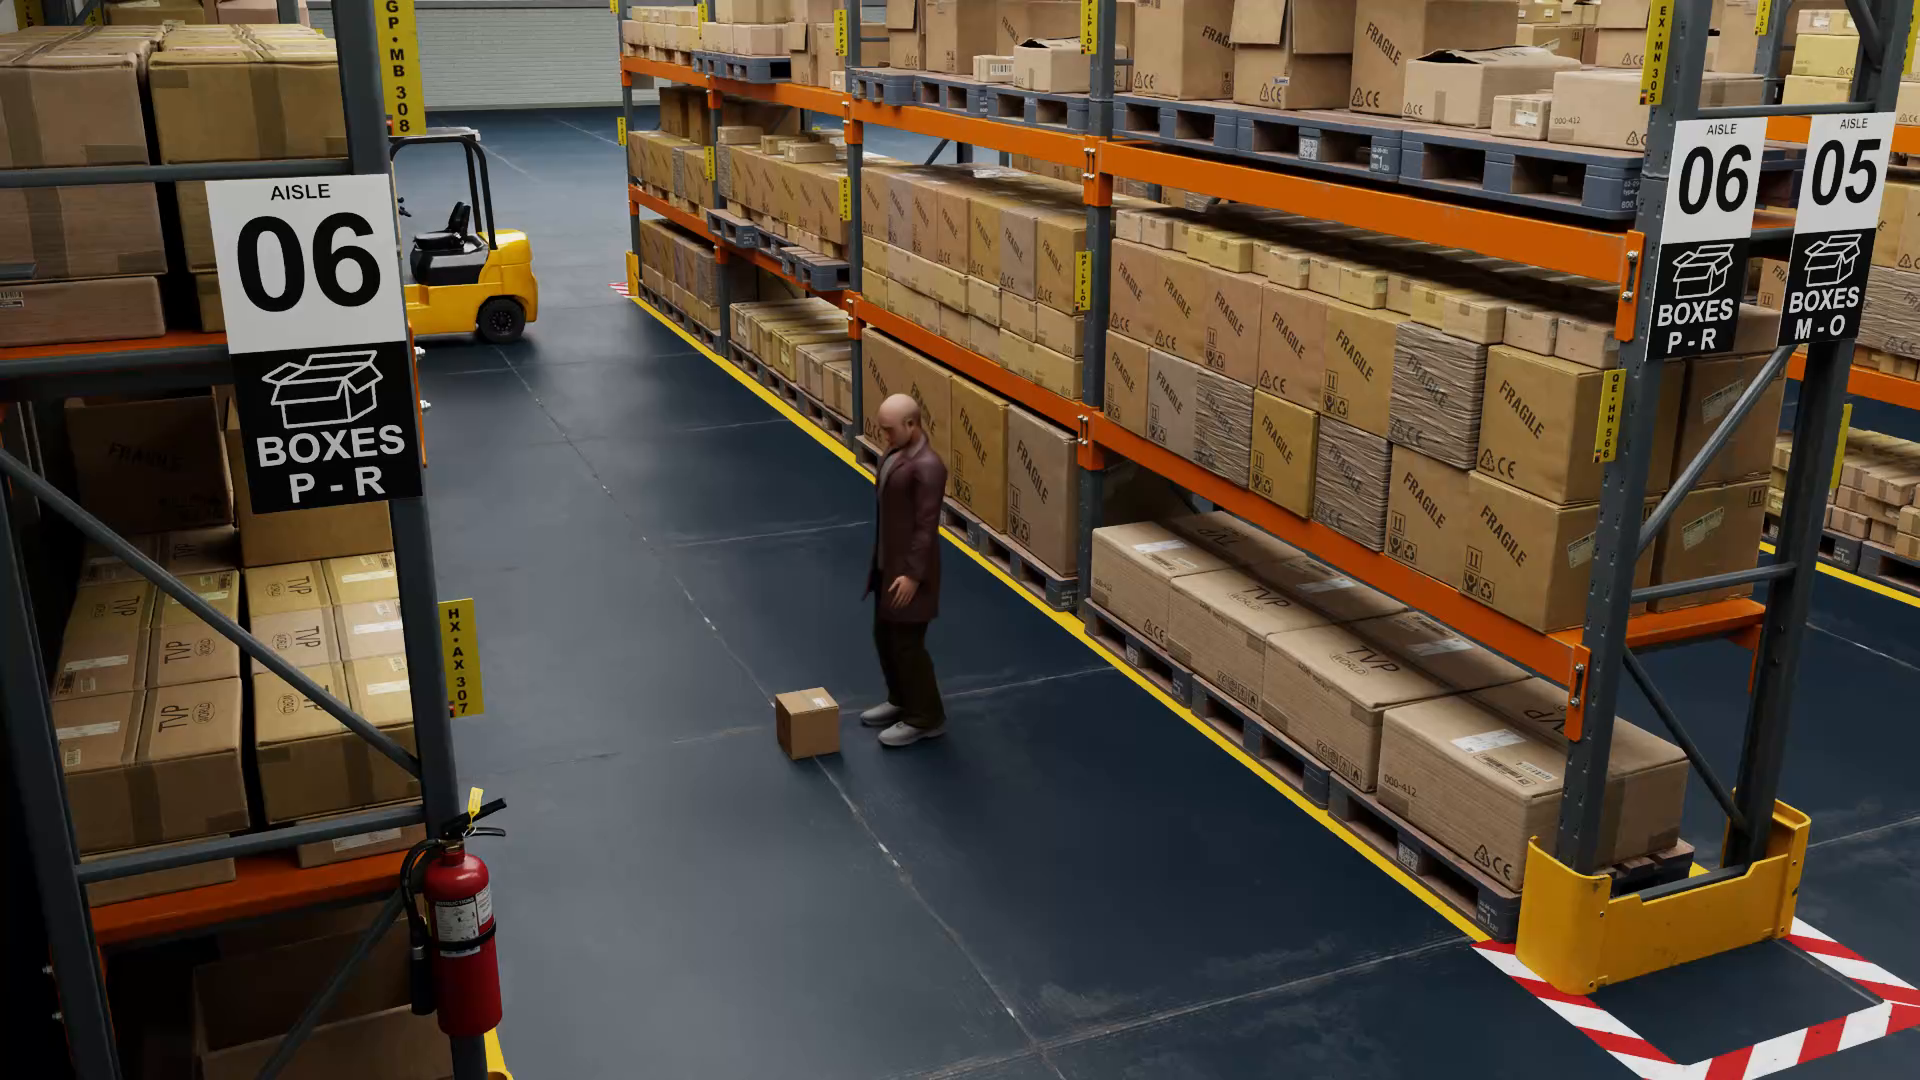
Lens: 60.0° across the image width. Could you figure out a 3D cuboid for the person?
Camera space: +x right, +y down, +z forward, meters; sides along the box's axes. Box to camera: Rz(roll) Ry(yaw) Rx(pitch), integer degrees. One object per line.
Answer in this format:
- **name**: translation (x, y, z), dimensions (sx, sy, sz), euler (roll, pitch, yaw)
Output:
- **person**: translation (-0.277, 0.141, 8.195), dimensions (0.378, 1.767, 0.567), euler (-7, 20, -21)
